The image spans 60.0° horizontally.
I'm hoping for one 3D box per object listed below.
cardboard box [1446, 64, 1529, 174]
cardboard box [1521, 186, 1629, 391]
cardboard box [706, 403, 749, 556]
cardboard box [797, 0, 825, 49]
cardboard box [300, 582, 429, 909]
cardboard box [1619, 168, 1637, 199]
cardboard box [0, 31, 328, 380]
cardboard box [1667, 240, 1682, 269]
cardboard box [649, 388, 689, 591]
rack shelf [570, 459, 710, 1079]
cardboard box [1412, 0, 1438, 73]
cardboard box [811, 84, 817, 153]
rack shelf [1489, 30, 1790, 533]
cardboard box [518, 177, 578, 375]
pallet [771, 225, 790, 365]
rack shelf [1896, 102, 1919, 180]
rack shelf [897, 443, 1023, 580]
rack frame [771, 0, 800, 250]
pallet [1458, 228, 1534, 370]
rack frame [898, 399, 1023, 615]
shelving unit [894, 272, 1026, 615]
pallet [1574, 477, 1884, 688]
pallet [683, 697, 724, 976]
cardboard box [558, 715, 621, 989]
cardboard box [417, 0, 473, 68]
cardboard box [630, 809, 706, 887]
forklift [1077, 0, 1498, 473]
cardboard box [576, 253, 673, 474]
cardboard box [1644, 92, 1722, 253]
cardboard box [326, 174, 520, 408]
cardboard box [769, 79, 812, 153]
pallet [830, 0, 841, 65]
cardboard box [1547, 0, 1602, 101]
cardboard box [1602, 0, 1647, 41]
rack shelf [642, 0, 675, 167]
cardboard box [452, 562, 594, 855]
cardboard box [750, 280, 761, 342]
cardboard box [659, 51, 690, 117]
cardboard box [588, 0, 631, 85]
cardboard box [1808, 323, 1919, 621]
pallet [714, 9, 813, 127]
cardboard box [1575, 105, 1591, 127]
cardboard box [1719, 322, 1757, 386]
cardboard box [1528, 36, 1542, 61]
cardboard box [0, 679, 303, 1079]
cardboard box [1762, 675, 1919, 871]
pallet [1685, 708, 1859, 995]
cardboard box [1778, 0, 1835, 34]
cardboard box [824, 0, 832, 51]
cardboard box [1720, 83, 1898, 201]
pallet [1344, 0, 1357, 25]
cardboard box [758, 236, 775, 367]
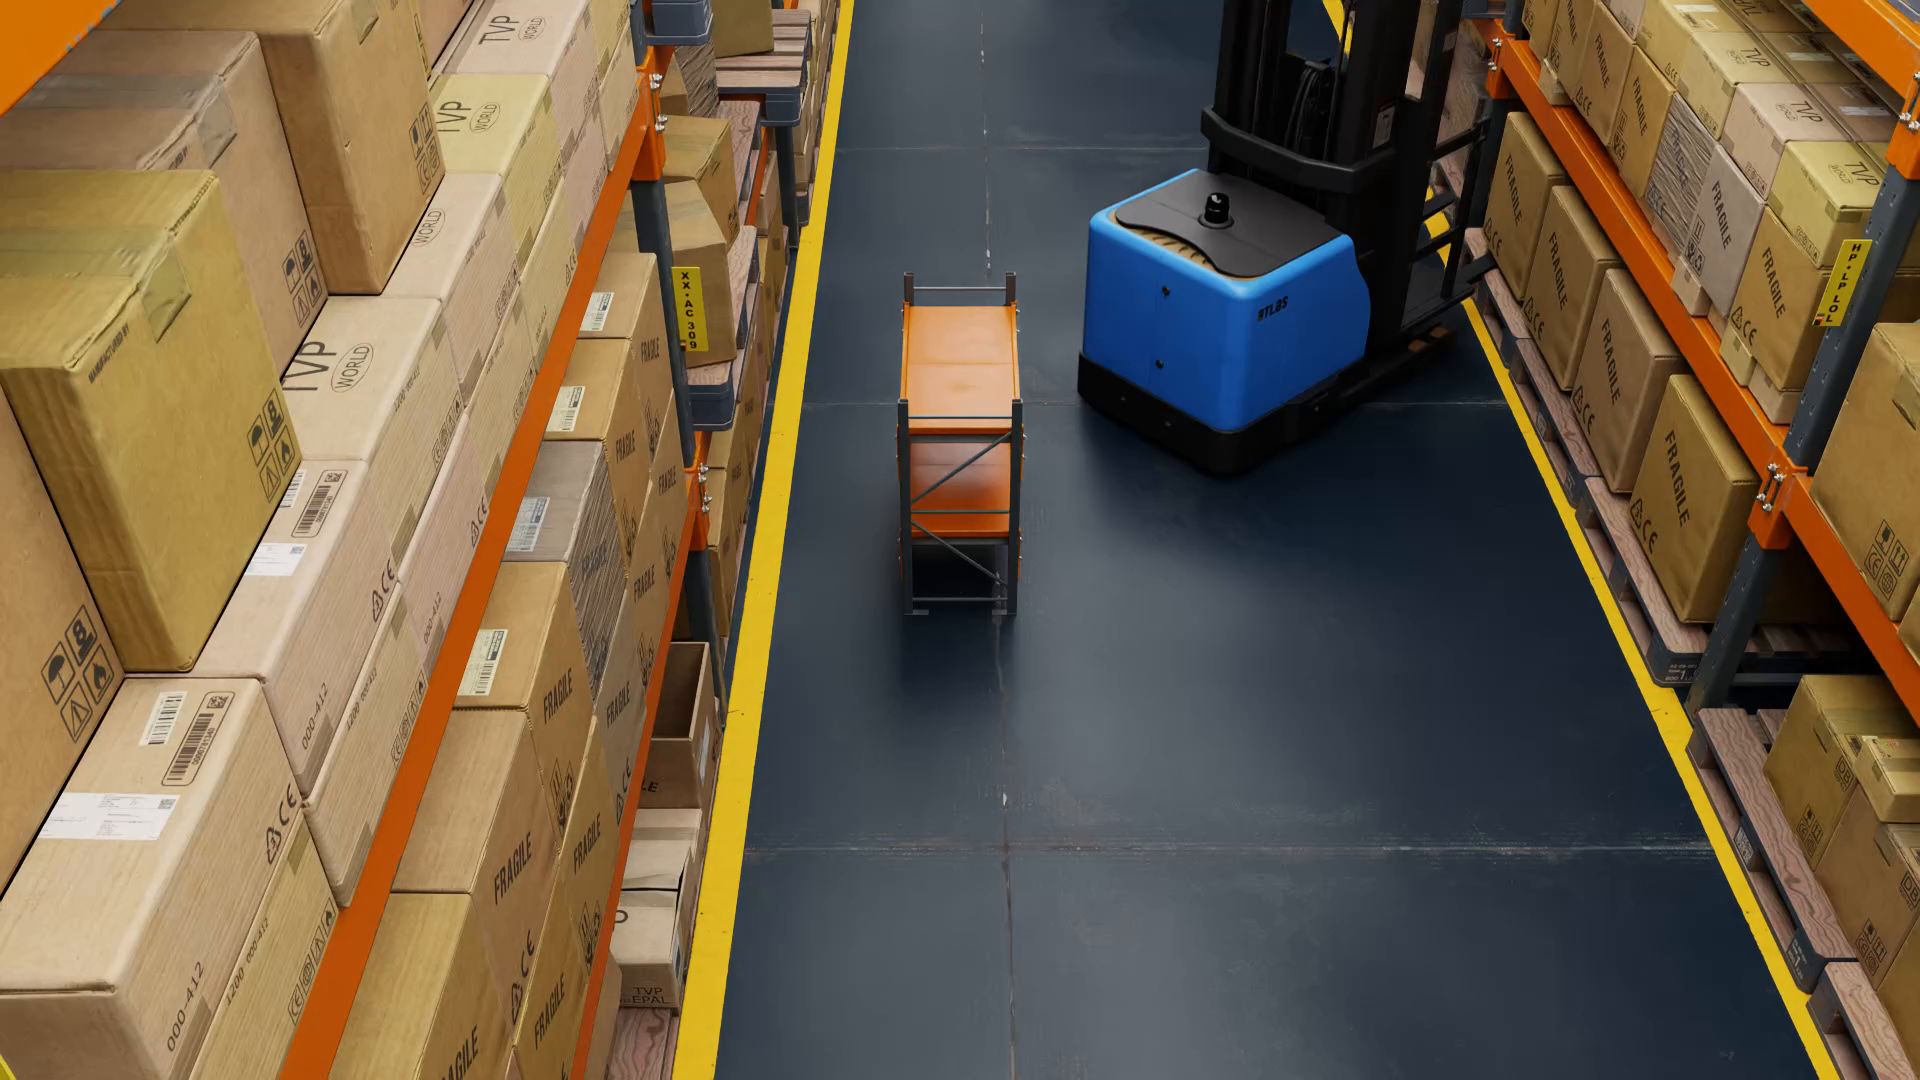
[{"bbox_3d":[3.437,-2.590,10.231,0.700,0.500,0.500,0,39,1],"label":"cardboard box"},{"bbox_3d":[3.354,-1.261,8.308,0.750,0.750,0.750,0,39,0],"label":"cardboard box"},{"bbox_3d":[-1.228,-0.269,7.334,0.500,0.500,0.500,0,39,1],"label":"cardboard box"},{"bbox_3d":[-1.179,-3.544,11.189,0.500,0.311,0.500,0,39,-1],"label":"cardboard box"},{"bbox_3d":[-1.189,0.319,2.675,0.500,0.250,0.500,0,39,0],"label":"cardboard box"},{"bbox_3d":[3.271,-1.688,7.643,0.380,0.149,0.250,0,39,0],"label":"cardboard box"},{"bbox_3d":[-1.495,-0.481,2.674,0.700,0.500,0.500,0,39,0],"label":"cardboard box"},{"bbox_3d":[3.239,-1.201,7.035,0.380,0.149,0.250,0,39,0],"label":"cardboard box"},{"bbox_3d":[-1.202,-0.163,5.475,0.500,0.500,0.500,1,39,1],"label":"cardboard box"},{"bbox_3d":[-1.457,1.095,4.560,1.077,0.370,4.000,0,39,0],"label":"rack shelf"},{"bbox_3d":[3.513,-3.539,11.415,0.700,0.500,0.500,0,39,0],"label":"cardboard box"},{"bbox_3d":[-1.172,-2.671,10.547,0.500,0.250,0.500,-1,39,-1],"label":"cardboard box"},{"bbox_3d":[3.492,-1.412,7.689,1.077,0.370,4.000,0,39,0],"label":"rack shelf"},{"bbox_3d":[-1.194,-0.619,3.845,0.500,0.250,0.500,0,39,0],"label":"cardboard box"},{"bbox_3d":[-1.501,-1.383,9.307,1.003,0.211,1.213,0,39,0],"label":"pallet"},{"bbox_3d":[3.497,-0.081,3.630,1.077,0.370,4.000,0,39,0],"label":"rack shelf"},{"bbox_3d":[0.000,-0.244,7.546,0.538,0.278,1.000,0,39,0],"label":"rack shelf"},{"bbox_3d":[-1.464,-2.938,9.017,1.000,3.000,0.127,0,39,0],"label":"rack frame"},{"bbox_3d":[3.415,-1.363,9.281,1.003,0.211,1.213,0,39,0],"label":"pallet"},{"bbox_3d":[0.001,-0.117,6.996,0.500,1.125,0.032,0,39,0],"label":"rack frame"},{"bbox_3d":[0.000,-0.435,7.393,0.538,1.125,1.048,0,39,0],"label":"shelving unit"},{"bbox_3d":[3.418,0.163,7.377,1.003,0.211,1.213,0,39,0],"label":"pallet"},{"bbox_3d":[-1.460,1.081,6.232,1.003,0.211,1.213,0,39,0],"label":"pallet"},{"bbox_3d":[-1.194,0.799,4.274,0.500,0.500,0.500,0,39,1],"label":"cardboard box"},{"bbox_3d":[-1.562,-1.419,3.844,0.700,0.500,0.500,0,39,0],"label":"cardboard box"},{"bbox_3d":[-1.115,1.095,5.913,0.380,0.149,0.250,0,39,0],"label":"cardboard box"},{"bbox_3d":[2.036,-2.261,8.228,3.031,2.935,1.130,-30,47,-32],"label":"forklift"},{"bbox_3d":[-1.200,-0.550,5.158,0.500,0.500,0.500,0,39,0],"label":"cardboard box"},{"bbox_3d":[3.239,-1.527,6.923,0.500,0.500,0.500,0,39,0],"label":"cardboard box"},{"bbox_3d":[-1.192,-0.502,3.299,0.500,0.250,0.500,0,39,0],"label":"cardboard box"},{"bbox_3d":[-1.171,-2.575,9.980,0.500,0.311,0.500,1,39,1],"label":"cardboard box"},{"bbox_3d":[-1.429,-3.890,12.436,1.003,0.211,1.213,0,39,0],"label":"pallet"},{"bbox_3d":[3.226,-2.475,8.106,0.500,0.500,0.500,1,39,1],"label":"cardboard box"},{"bbox_3d":[3.238,-2.466,7.496,0.500,0.250,0.500,0,39,0],"label":"cardboard box"},{"bbox_3d":[-1.462,-2.577,6.744,1.077,0.370,4.000,0,39,0],"label":"rack shelf"},{"bbox_3d":[-1.197,0.401,3.972,0.500,0.500,0.500,0,39,0],"label":"cardboard box"},{"bbox_3d":[-1.219,-1.167,7.855,0.500,0.250,0.500,-1,39,-1],"label":"cardboard box"},{"bbox_3d":[-1.523,-1.744,7.112,0.700,0.500,0.500,-9,40,-11],"label":"cardboard box"},{"bbox_3d":[-1.187,-1.440,4.469,0.500,0.250,0.500,0,39,0],"label":"cardboard box"},{"bbox_3d":[3.479,-0.220,5.386,0.980,0.700,0.700,1,39,1],"label":"cardboard box"},{"bbox_3d":[-1.393,-2.439,8.549,1.213,0.211,1.003,0,39,0],"label":"pallet"},{"bbox_3d":[3.289,-2.167,8.240,0.380,0.149,0.250,0,39,0],"label":"cardboard box"},{"bbox_3d":[3.187,-0.721,6.436,0.380,0.149,0.250,1,39,1],"label":"cardboard box"},{"bbox_3d":[3.258,-2.648,8.840,0.380,0.149,0.250,-1,39,-1],"label":"cardboard box"},{"bbox_3d":[-1.195,0.436,2.128,0.500,0.250,0.500,0,39,0],"label":"cardboard box"},{"bbox_3d":[3.393,0.837,5.970,0.700,0.500,0.500,0,39,1],"label":"cardboard box"},{"bbox_3d":[3.417,1.121,6.182,1.003,0.211,1.213,0,39,0],"label":"pallet"},{"bbox_3d":[3.745,-2.153,7.104,0.500,0.250,0.500,-1,39,-1],"label":"cardboard box"},{"bbox_3d":[-1.178,-3.635,11.750,0.500,0.250,0.500,1,39,1],"label":"cardboard box"},{"bbox_3d":[3.247,-1.510,6.302,0.500,0.250,0.500,1,39,1],"label":"cardboard box"},{"bbox_3d":[3.487,-3.870,12.411,1.003,0.211,1.213,0,39,0],"label":"pallet"},{"bbox_3d":[-1.228,-1.226,8.528,0.500,0.500,0.500,-1,39,-2],"label":"cardboard box"}]
